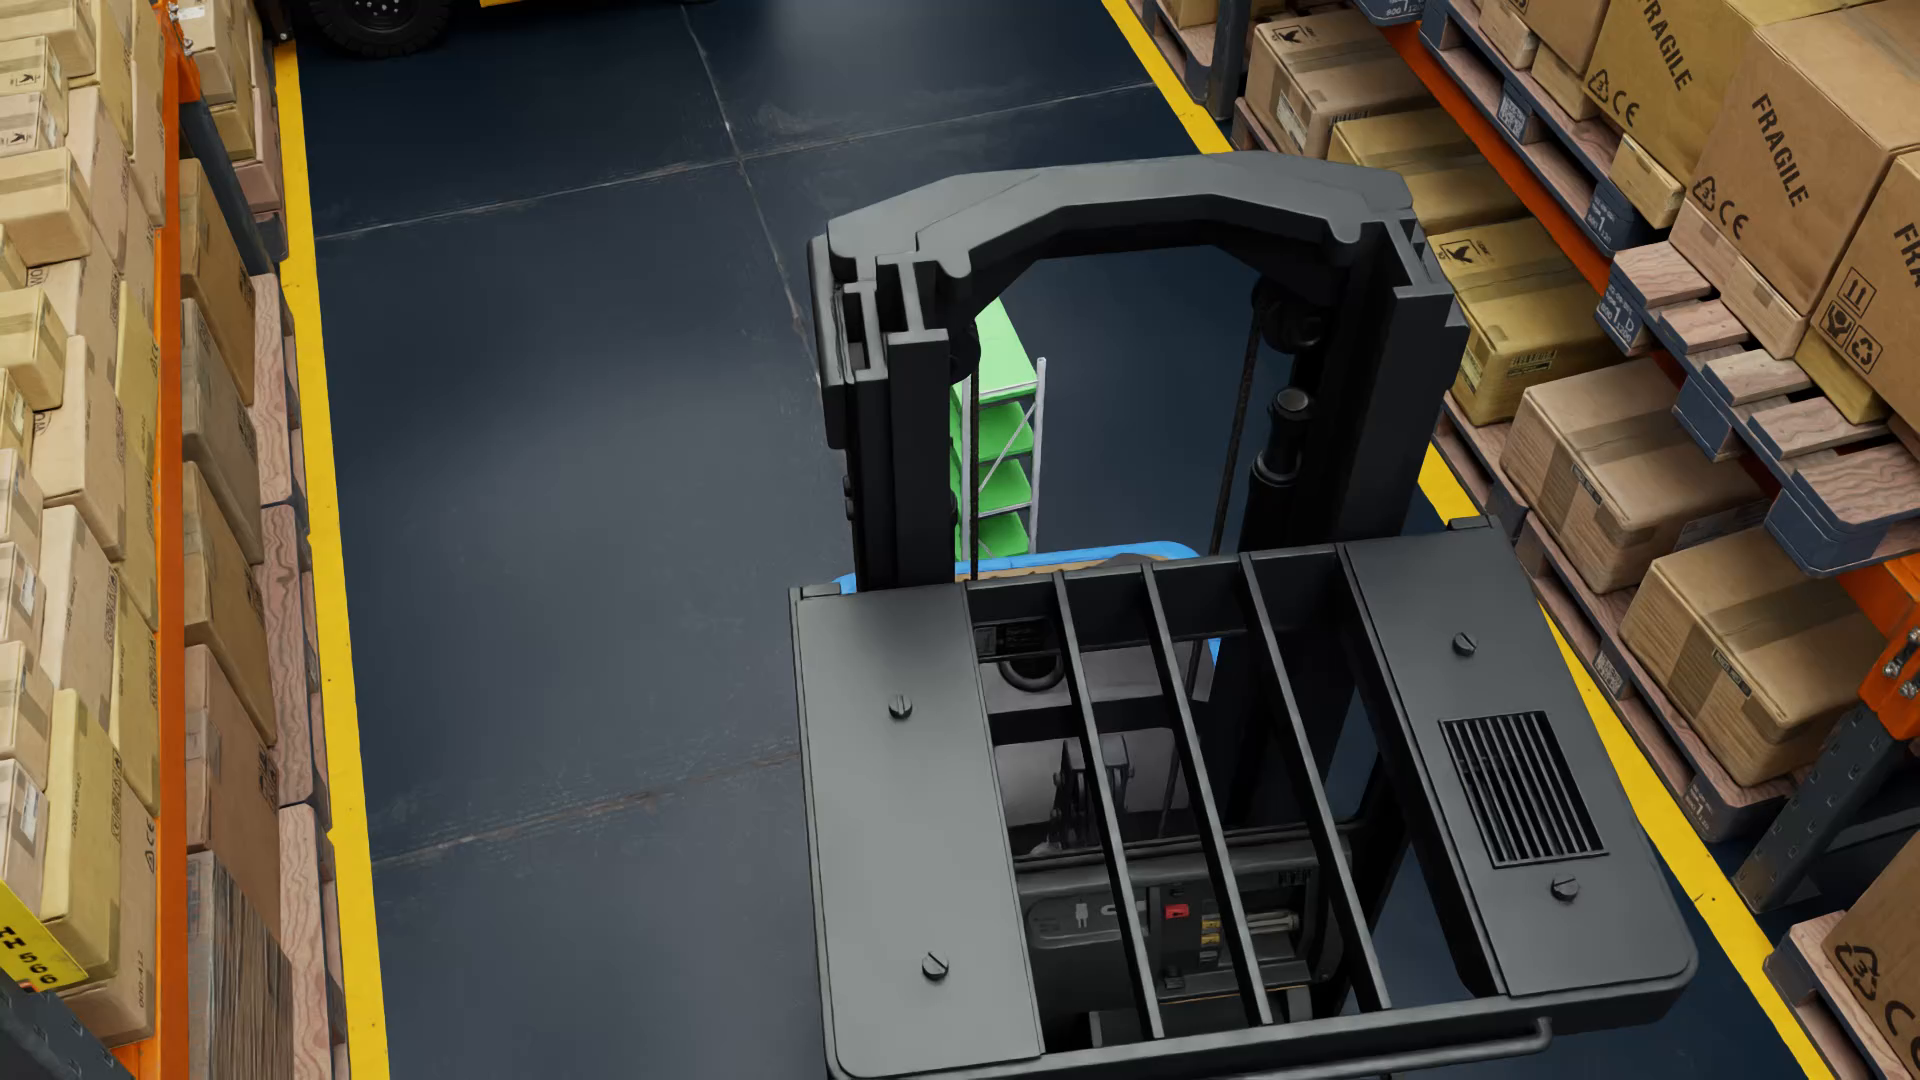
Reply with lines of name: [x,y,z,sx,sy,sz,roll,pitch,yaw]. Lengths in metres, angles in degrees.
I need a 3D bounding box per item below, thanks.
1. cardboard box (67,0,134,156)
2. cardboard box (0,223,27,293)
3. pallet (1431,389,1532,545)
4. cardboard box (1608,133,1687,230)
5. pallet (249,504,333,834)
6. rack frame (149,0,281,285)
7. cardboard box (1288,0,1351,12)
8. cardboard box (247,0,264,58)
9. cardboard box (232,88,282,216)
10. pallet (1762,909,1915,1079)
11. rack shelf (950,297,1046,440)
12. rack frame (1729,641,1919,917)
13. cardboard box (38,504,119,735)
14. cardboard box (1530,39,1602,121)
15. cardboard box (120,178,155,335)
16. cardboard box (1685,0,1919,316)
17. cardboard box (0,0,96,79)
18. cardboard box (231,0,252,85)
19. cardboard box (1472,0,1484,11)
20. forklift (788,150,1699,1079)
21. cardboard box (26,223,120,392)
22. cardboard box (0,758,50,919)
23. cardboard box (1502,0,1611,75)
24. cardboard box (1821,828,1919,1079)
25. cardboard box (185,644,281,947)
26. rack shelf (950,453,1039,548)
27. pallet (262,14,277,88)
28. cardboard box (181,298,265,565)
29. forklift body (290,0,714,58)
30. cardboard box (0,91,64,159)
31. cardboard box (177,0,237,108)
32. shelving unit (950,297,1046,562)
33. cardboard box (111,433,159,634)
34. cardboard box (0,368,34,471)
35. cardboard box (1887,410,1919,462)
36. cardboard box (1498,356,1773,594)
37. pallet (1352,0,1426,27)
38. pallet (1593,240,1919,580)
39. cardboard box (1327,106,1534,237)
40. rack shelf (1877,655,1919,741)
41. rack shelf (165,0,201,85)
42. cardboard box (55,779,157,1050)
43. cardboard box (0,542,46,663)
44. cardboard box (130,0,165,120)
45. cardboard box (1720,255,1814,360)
cardboard box: [-2.610,-1.266,4.627,0.500,0.250,0.500,-15,51,-12]
cardboard box: [-2.350,-0.556,3.767,0.380,0.149,0.250,-13,51,-11]
pallet: [2.178,-0.594,6.112,1.003,0.211,1.213,-13,51,-11]
cardboard box: [2.016,-1.009,4.529,0.380,0.149,0.250,-13,51,-10]
pallet: [-2.539,0.492,5.197,1.003,0.211,1.213,-13,51,-11]
rack frame: [-3.159,-1.828,5.329,1.000,3.000,0.127,-13,51,-11]
cardboard box: [1.665,-2.694,7.583,0.500,0.250,0.500,-15,52,-13]
cardboard box: [-3.317,-2.245,7.204,0.500,0.250,0.500,-13,51,-10]
cardboard box: [-2.986,-1.506,6.581,0.500,0.250,0.500,-13,51,-11]
pallet: [2.926,1.460,4.381,1.003,0.211,1.213,-13,51,-11]
rack shelf: [0.049,-0.534,4.871,0.258,0.148,0.480,-13,51,-11]
rack frame: [2.765,-0.032,3.815,1.000,3.000,0.127,-13,51,-11]
cardboard box: [-2.021,0.235,3.361,0.500,0.250,0.500,-12,51,-10]
cardboard box: [1.909,-1.386,4.846,0.380,0.149,0.250,-15,51,-12]
cardboard box: [-2.488,-0.736,4.506,0.500,0.250,0.500,-13,51,-11]
cardboard box: [2.201,-0.940,4.046,0.500,0.500,0.500,-14,51,-12]
cardboard box: [-2.526,-1.333,4.422,0.380,0.149,0.250,-15,51,-12]
cardboard box: [-3.158,-2.029,6.695,0.500,0.250,0.500,-14,51,-11]
cardboard box: [1.773,-1.780,5.178,0.380,0.149,0.250,-13,51,-11]
forklift: [0.324,0.909,3.067,1.130,2.935,3.031,-6,50,-5]
cardboard box: [-2.334,-0.519,3.996,0.500,0.250,0.500,-13,51,-10]
cardboard box: [-1.789,0.552,2.833,0.380,0.149,0.250,-12,51,-10]
cardboard box: [1.890,-1.707,4.692,0.500,0.500,0.500,-15,52,-12]
cardboard box: [2.889,1.041,4.026,0.875,0.875,0.875,-14,51,-11]
cardboard box: [-2.348,0.789,4.401,0.875,0.625,0.625,-12,51,-10]
rack shelf: [0.049,-0.225,5.238,0.258,0.148,0.480,-13,51,-11]
pallet: [-3.719,-2.413,7.646,1.003,0.211,1.213,-13,51,-11]
cardboard box: [-2.772,-0.251,5.278,0.875,0.625,0.625,-14,51,-11]
forklift body: [-2.038,-3.504,7.297,2.313,2.155,1.214,-13,51,-11]
cardboard box: [-2.440,-0.944,4.094,0.380,0.149,0.250,-13,51,-11]
cardboard box: [-3.002,-1.824,6.196,0.500,0.250,0.500,-14,51,-12]
shelving unit: [0.049,-0.266,5.189,0.258,1.200,0.503,-13,51,-11]
cardboard box: [-2.177,0.019,3.870,0.500,0.250,0.500,-15,51,-12]
cardboard box: [-2.162,-0.189,3.458,0.380,0.149,0.250,-13,51,-11]
cardboard box: [2.443,-0.272,3.907,0.380,0.149,0.250,-12,51,-10]
cardboard box: [2.381,-0.272,5.462,0.950,0.372,0.625,-14,51,-12]
pallet: [1.669,-2.300,5.853,1.003,0.211,1.213,-13,51,-11]
pallet: [2.452,-0.466,4.307,1.213,0.211,1.003,-13,51,-11]
cardboard box: [1.955,-1.335,6.357,0.950,0.372,0.625,-10,51,-9]
rack shelf: [3.356,1.661,2.859,1.077,0.370,4.000,-13,51,-11]
rack shelf: [-3.750,-3.057,6.836,1.077,0.370,4.000,-13,51,-11]
cardboard box: [-1.874,0.762,3.244,0.500,0.250,0.500,-13,51,-11]
cardboard box: [-1.970,0.176,3.150,0.380,0.149,0.250,-12,51,-10]
cardboard box: [-2.760,-1.471,5.126,0.500,0.250,0.500,-12,51,-10]
cardboard box: [2.177,-0.626,4.205,0.380,0.149,0.250,-14,51,-11]
